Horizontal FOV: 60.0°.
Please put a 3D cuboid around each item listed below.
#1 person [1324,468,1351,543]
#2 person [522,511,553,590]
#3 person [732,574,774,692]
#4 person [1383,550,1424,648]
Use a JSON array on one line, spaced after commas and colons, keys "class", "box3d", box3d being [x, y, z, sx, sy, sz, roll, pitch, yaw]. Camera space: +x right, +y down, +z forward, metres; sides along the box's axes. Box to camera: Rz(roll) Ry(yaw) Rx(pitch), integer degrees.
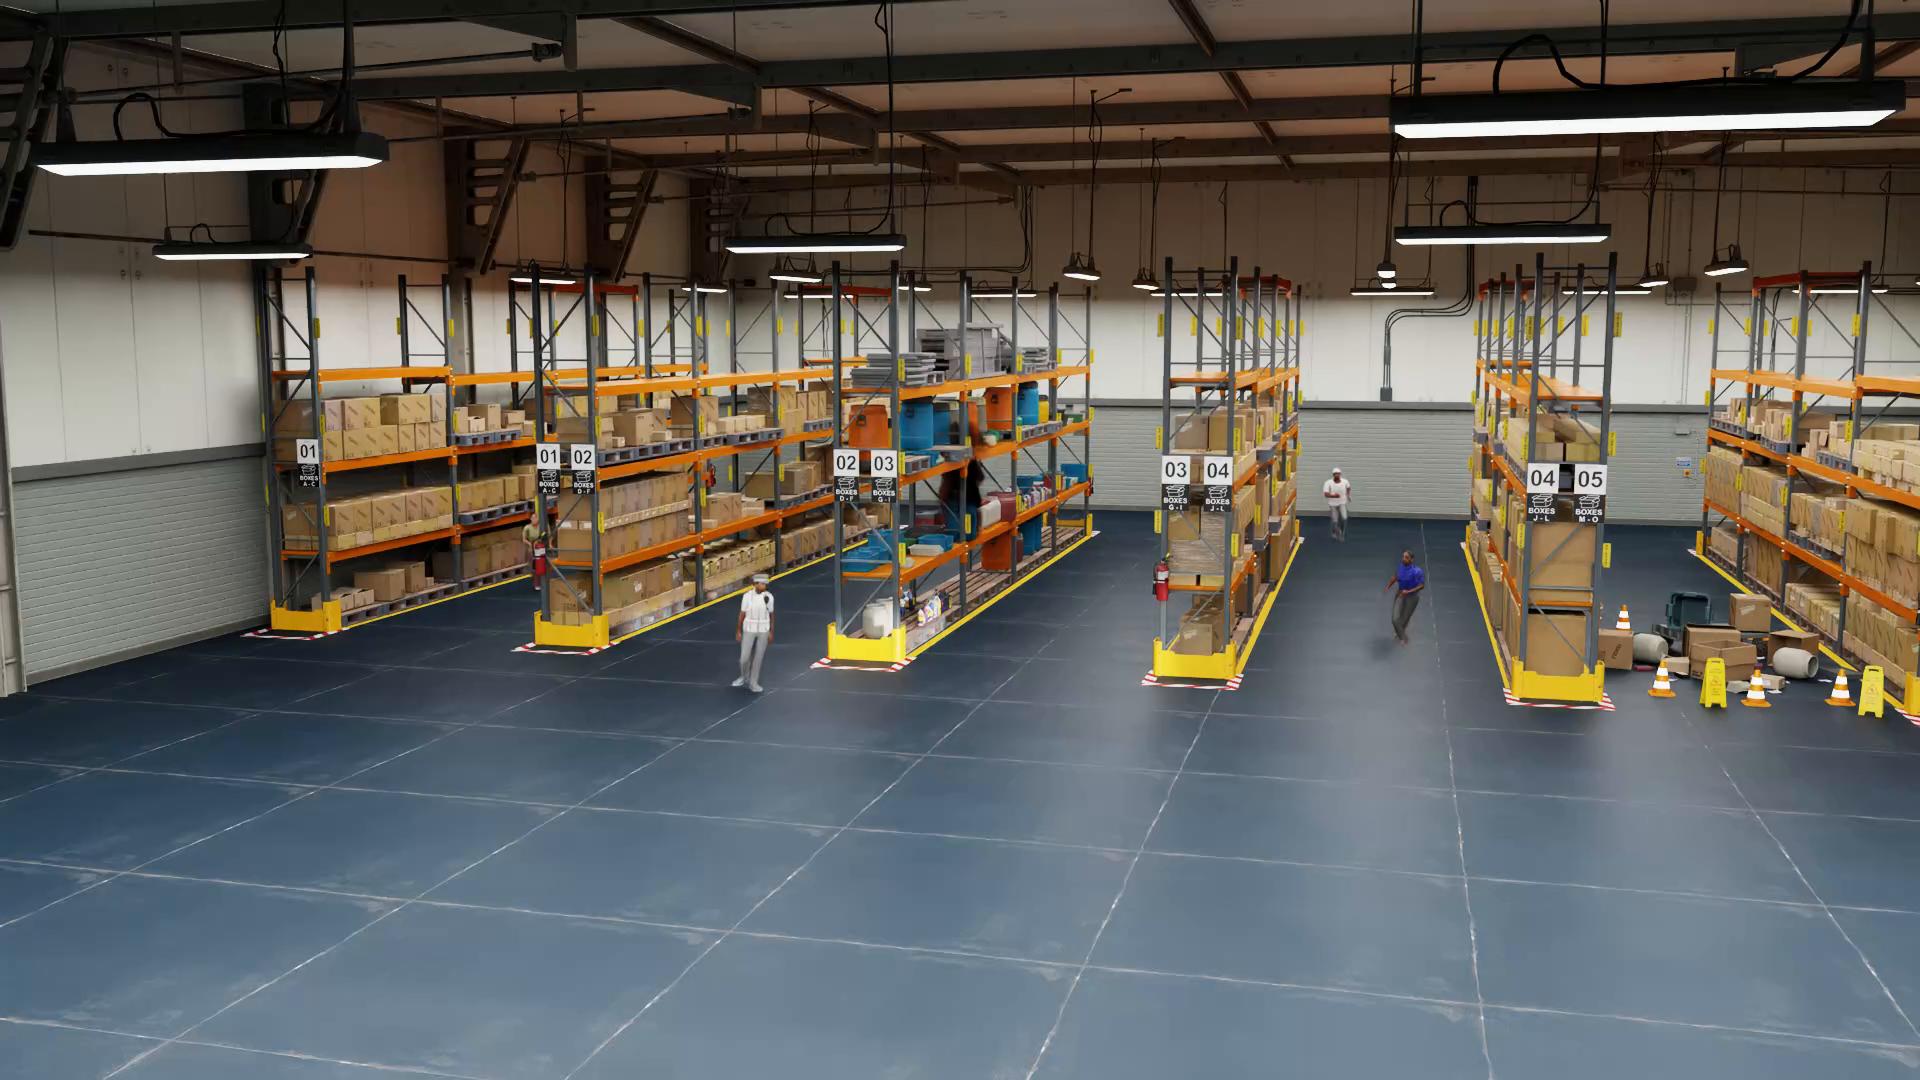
[{"class": "person", "box3d": [8.890, -0.823, 39.201, 0.657, 1.776, 0.684, 0, 7, 3]}, {"class": "person", "box3d": [-8.047, 0.215, 31.692, 0.585, 1.559, 0.745, -3, 8, -19]}, {"class": "person", "box3d": [-2.857, 1.275, 22.938, 0.575, 1.656, 0.447, -2, 8, -17]}, {"class": "person", "box3d": [7.051, 0.923, 26.328, 0.689, 1.583, 0.578, 5, 9, 36]}]
